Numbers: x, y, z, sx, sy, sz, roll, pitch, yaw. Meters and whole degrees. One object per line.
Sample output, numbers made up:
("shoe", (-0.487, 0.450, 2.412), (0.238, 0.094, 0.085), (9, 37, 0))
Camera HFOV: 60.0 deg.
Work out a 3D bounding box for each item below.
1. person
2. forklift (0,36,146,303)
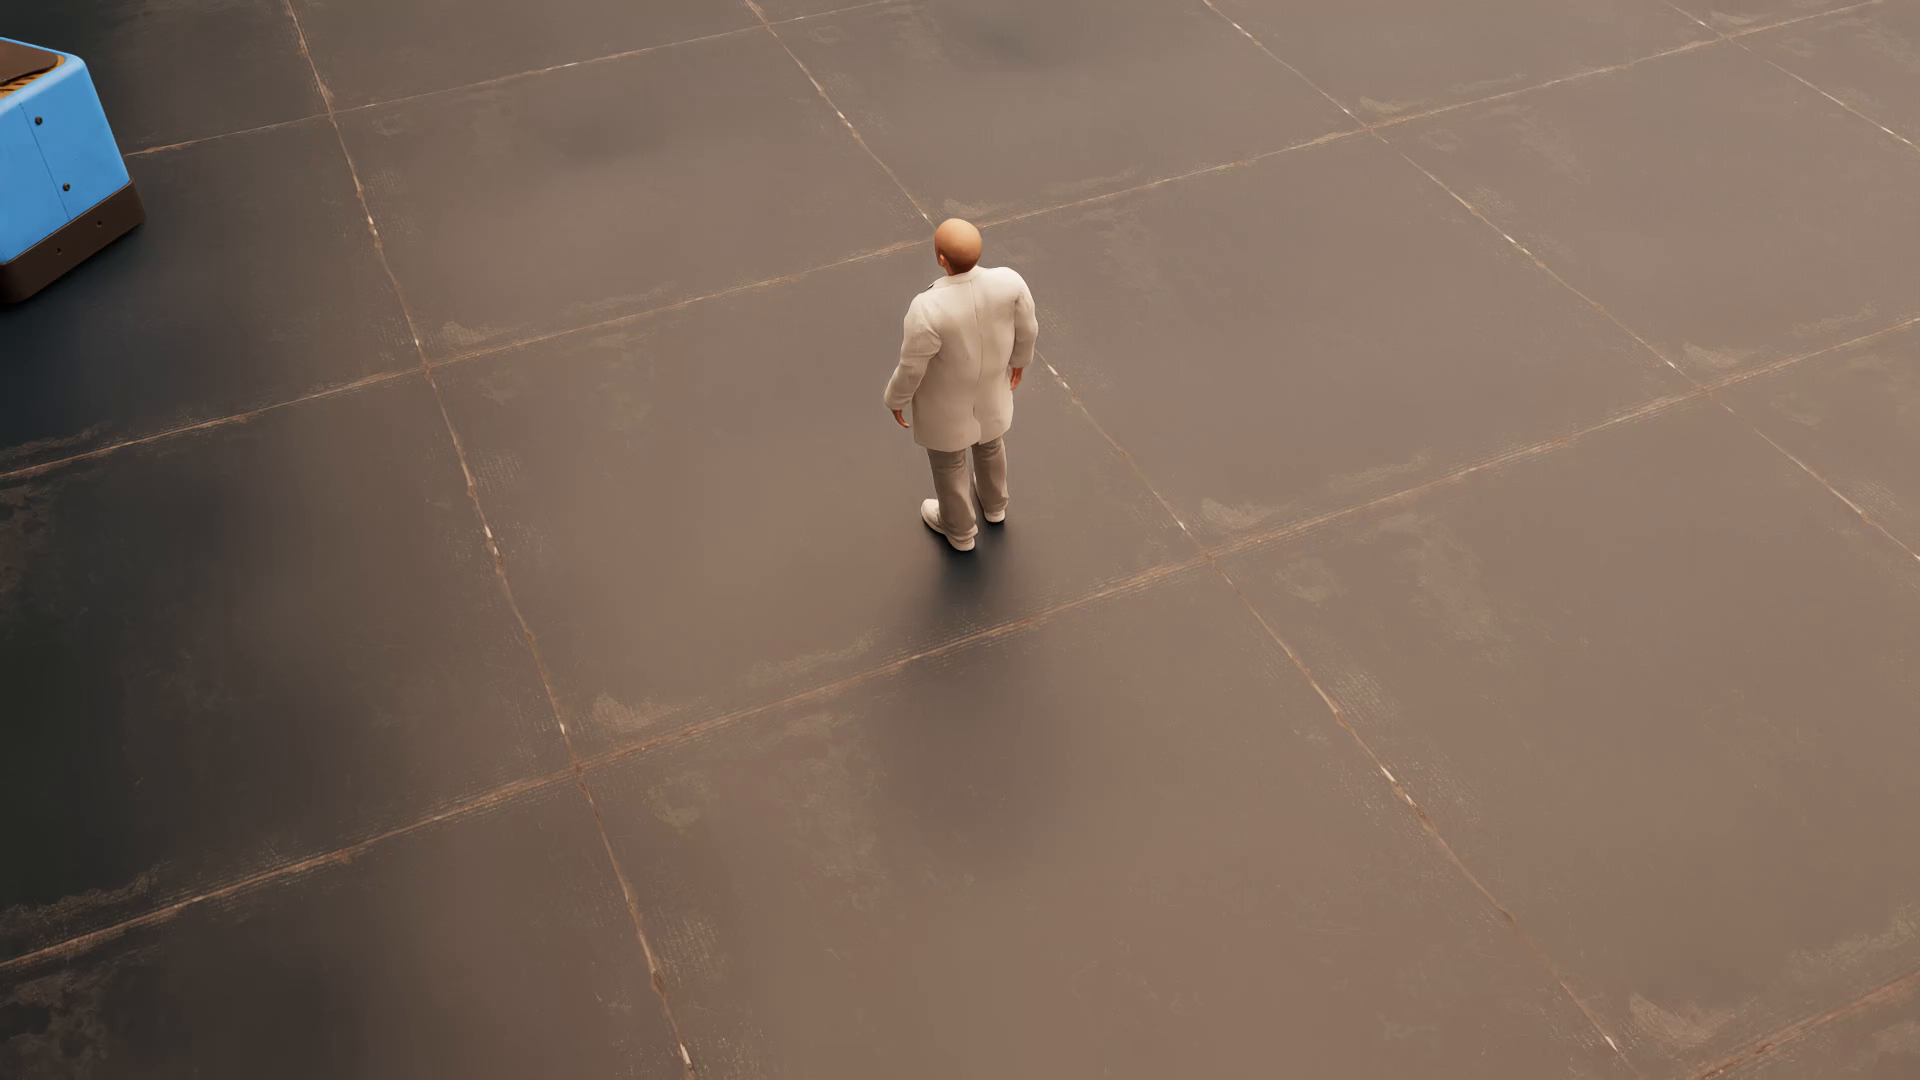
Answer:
("person", (-0.033, -0.712, 7.279), (0.696, 1.775, 0.581), (-18, 46, -18))
("forklift", (-6.338, -3.035, 8.932), (3.031, 2.935, 1.130), (17, 46, 17))
